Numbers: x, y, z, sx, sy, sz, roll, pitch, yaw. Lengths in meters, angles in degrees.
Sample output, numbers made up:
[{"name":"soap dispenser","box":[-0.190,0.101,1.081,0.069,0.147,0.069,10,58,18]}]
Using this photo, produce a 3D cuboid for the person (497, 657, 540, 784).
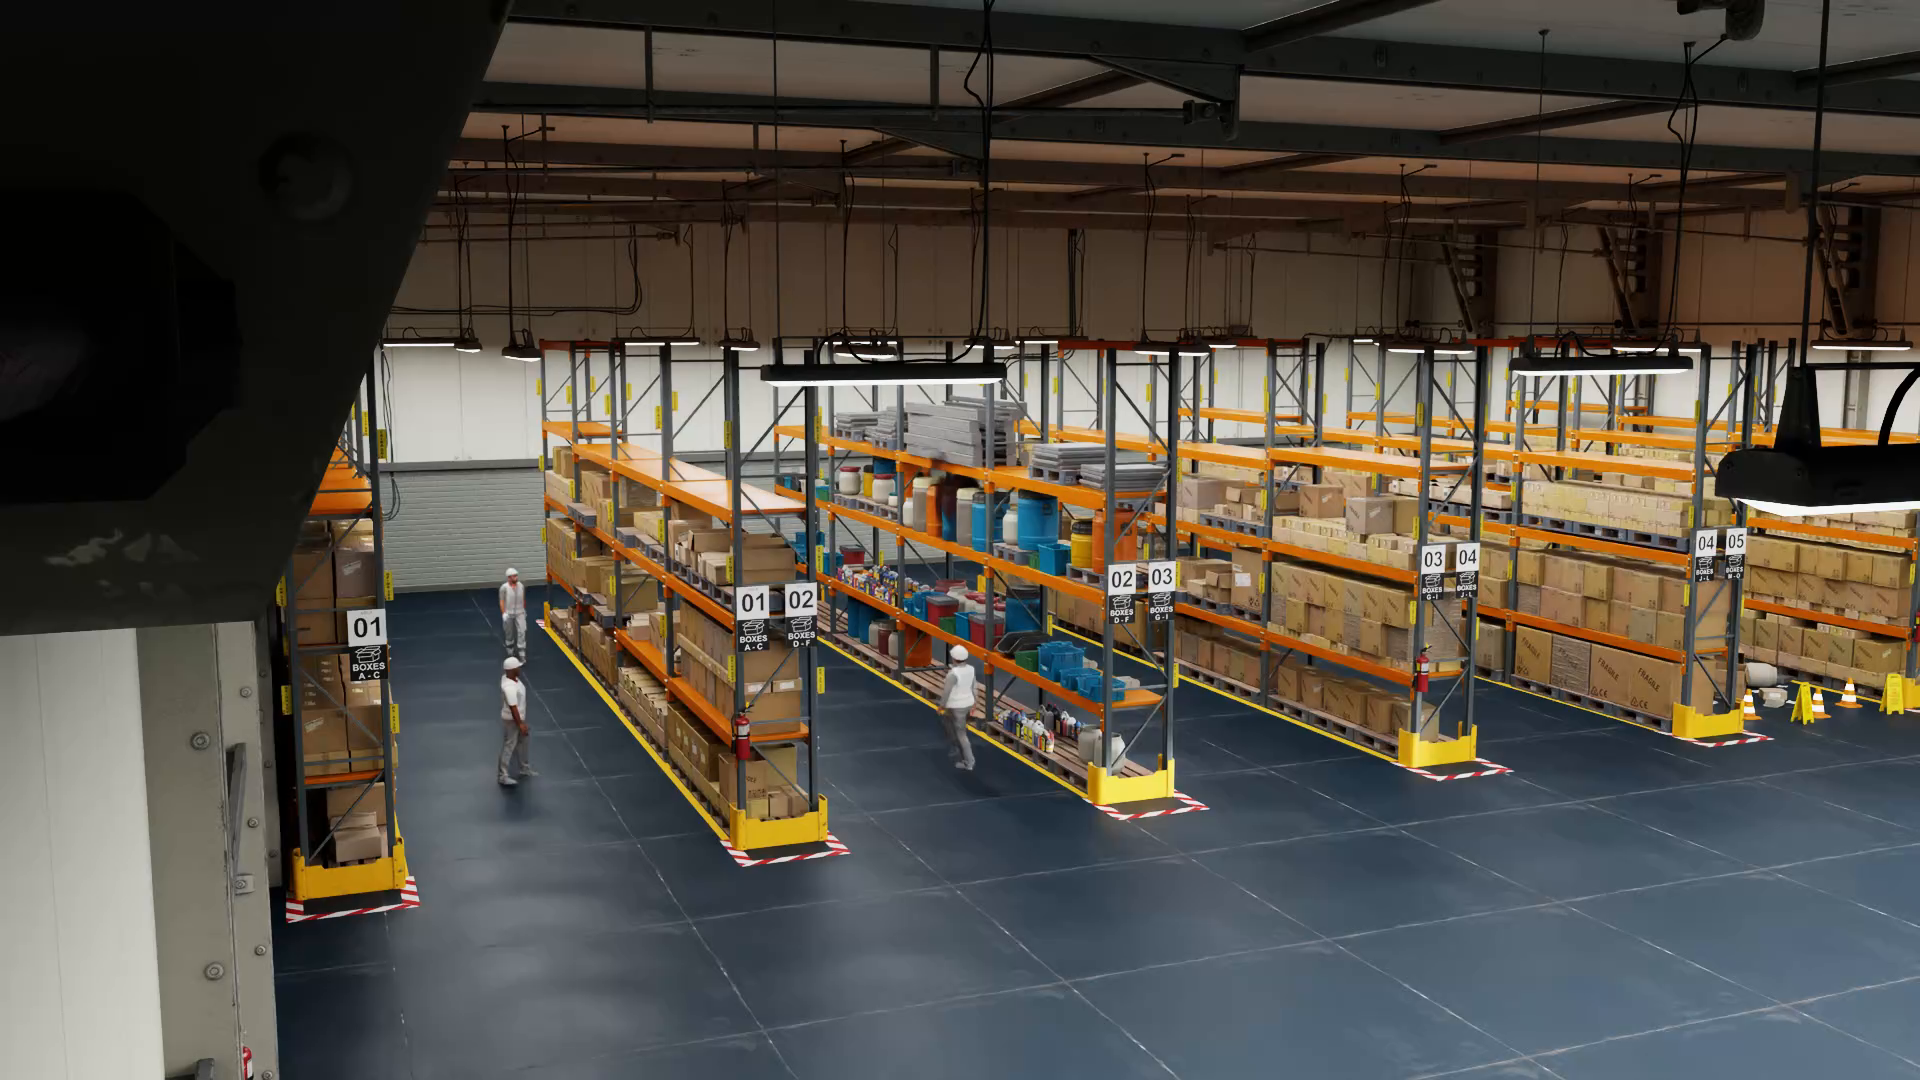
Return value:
[{"name":"person","box":[-6.151,2.489,23.022,0.502,1.800,0.688,-1,7,-4]}]

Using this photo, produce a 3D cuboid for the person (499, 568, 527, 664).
[{"name":"person","box":[-8.366,1.398,31.175,0.520,1.749,0.994,-3,8,-22]}]

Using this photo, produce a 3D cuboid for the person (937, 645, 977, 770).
[{"name":"person","box":[-0.070,2.319,23.251,0.648,1.761,0.542,4,8,27]}]
